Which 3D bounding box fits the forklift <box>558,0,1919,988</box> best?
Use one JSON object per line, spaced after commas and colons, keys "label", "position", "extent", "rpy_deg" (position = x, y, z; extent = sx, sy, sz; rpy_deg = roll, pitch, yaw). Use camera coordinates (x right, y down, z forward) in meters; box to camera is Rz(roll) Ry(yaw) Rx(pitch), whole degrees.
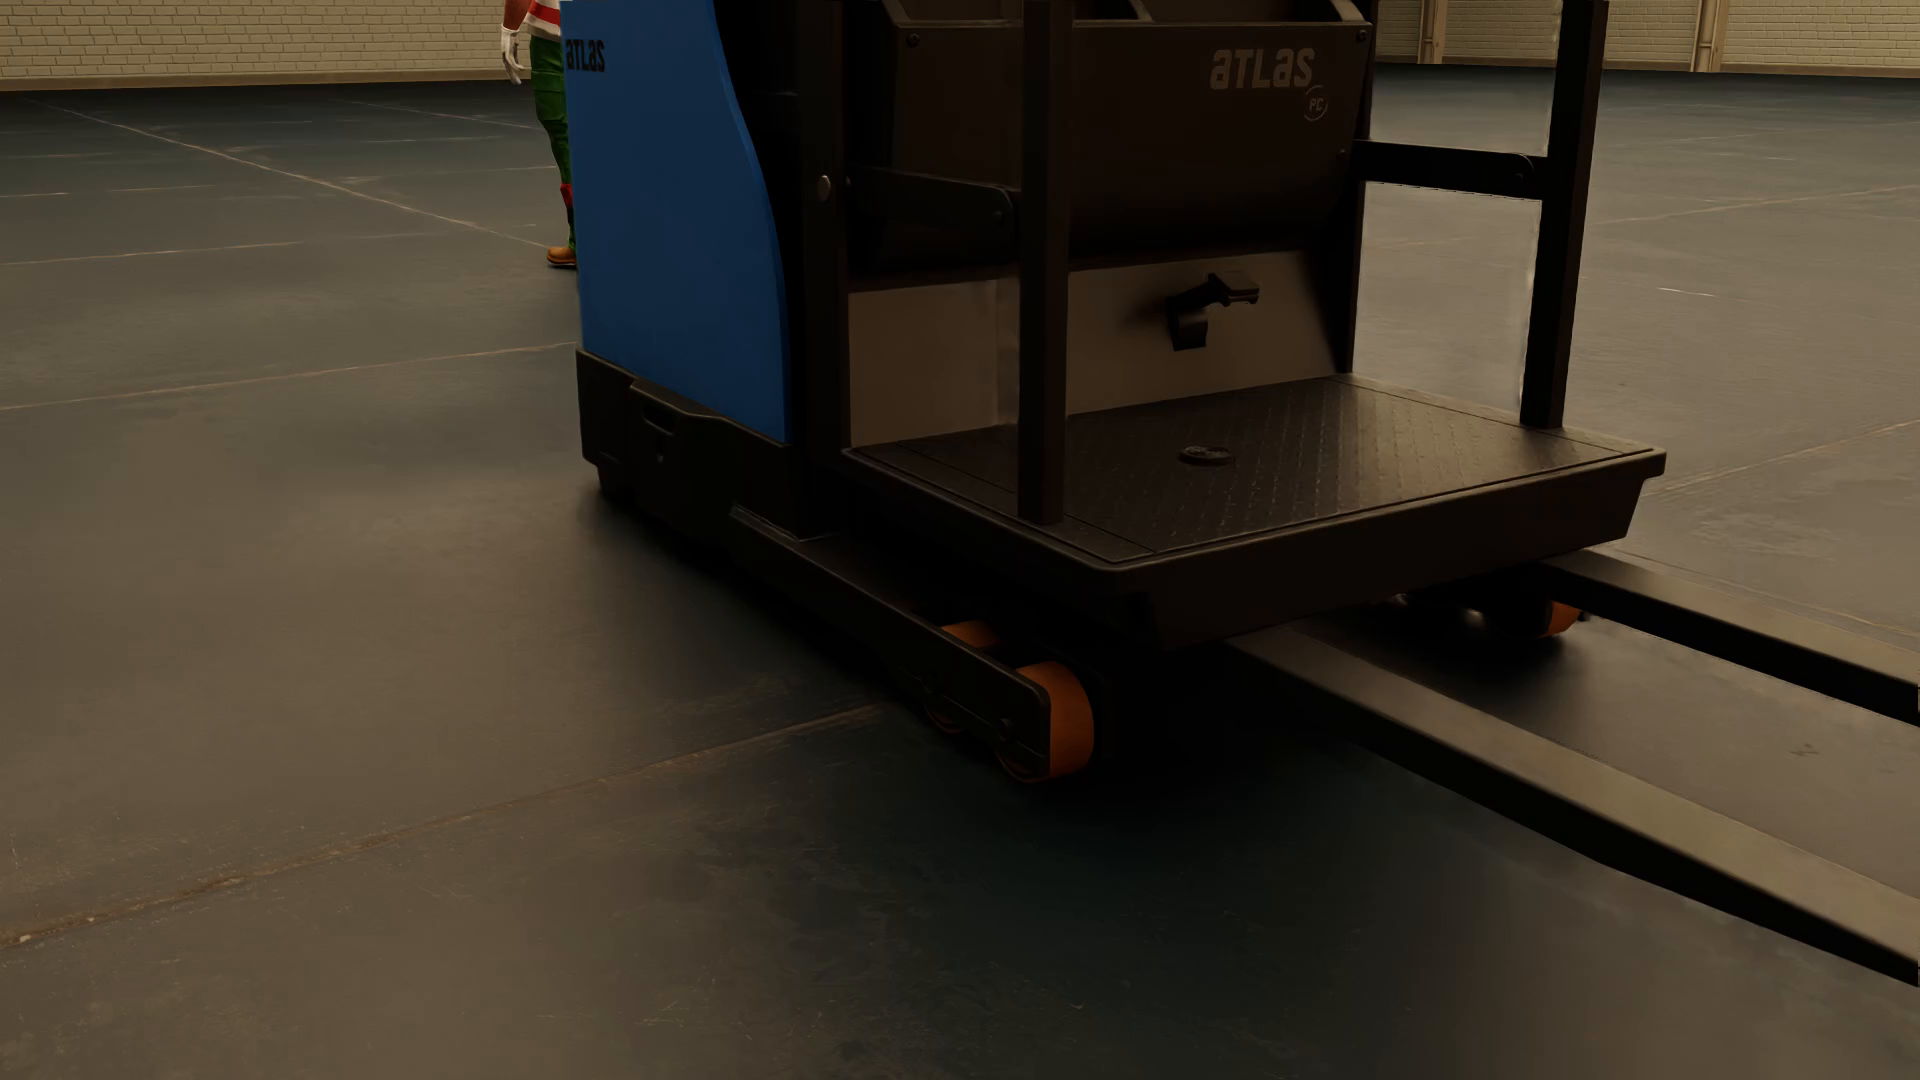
{"label": "forklift", "position": [0.381, -1.227, 2.325], "extent": [1.130, 2.935, 3.031], "rpy_deg": [-11, 21, -31]}

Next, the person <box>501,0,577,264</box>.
{"label": "person", "position": [-1.547, -1.984, 6.571], "extent": [0.637, 1.787, 0.564], "rpy_deg": [-16, 24, -42]}
